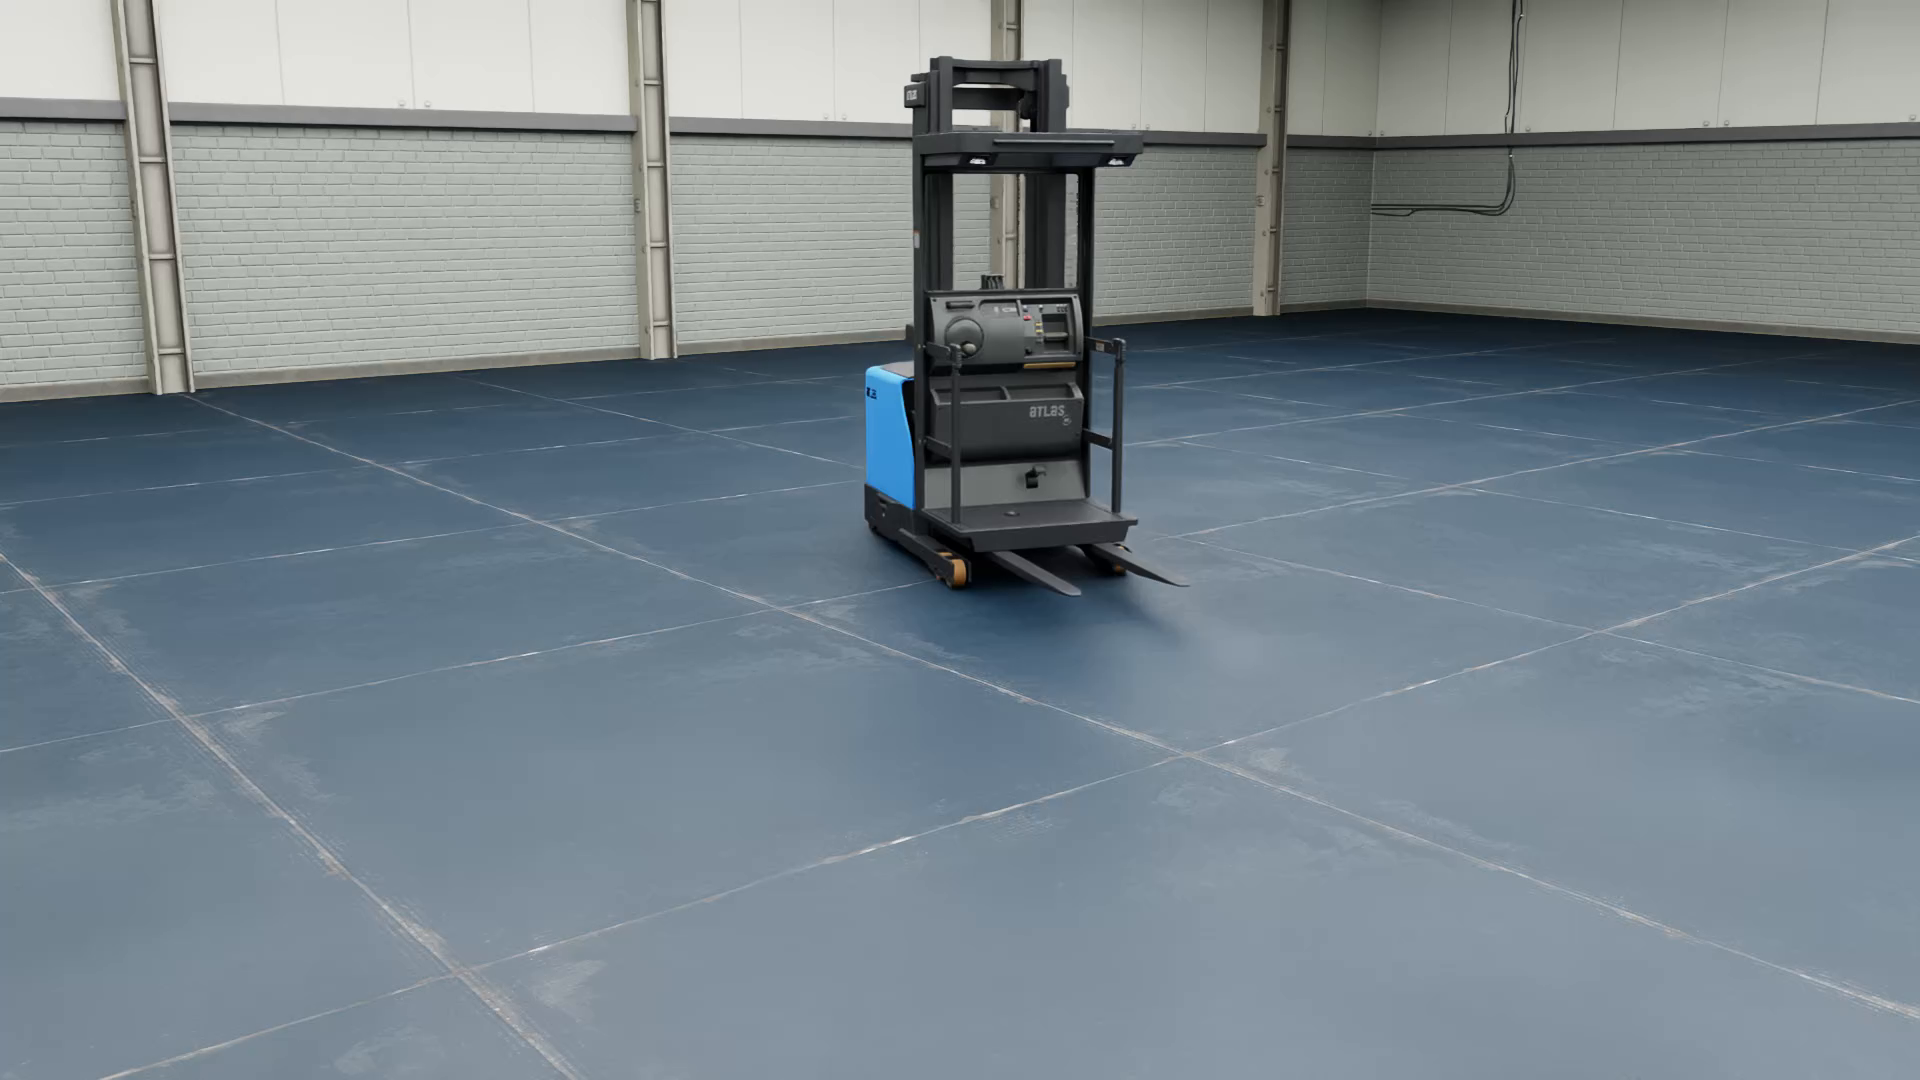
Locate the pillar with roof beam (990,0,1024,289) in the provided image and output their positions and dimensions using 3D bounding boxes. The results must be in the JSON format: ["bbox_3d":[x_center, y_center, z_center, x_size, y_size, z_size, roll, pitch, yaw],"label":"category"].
[{"bbox_3d":[3.393,-6.890,21.413,0.400,9.000,9.100,-9,15,-38],"label":"pillar with roof beam"}]

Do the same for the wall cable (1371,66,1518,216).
[{"bbox_3d":[8.515,-7.016,29.480,0.112,2.526,3.097,-9,15,-38],"label":"wall cable"}]

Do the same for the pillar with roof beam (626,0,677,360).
[{"bbox_3d":[-1.292,-6.112,17.746,0.400,9.000,9.100,-9,15,-38],"label":"pillar with roof beam"}]

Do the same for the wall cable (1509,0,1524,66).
[{"bbox_3d":[10.205,-9.048,26.889,0.112,2.526,3.097,-9,15,-38],"label":"wall cable"}]

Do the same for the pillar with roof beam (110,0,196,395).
[{"bbox_3d":[-5.977,-5.333,14.080,0.400,9.000,9.100,-9,15,-38],"label":"pillar with roof beam"}]

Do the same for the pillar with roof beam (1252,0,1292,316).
[{"bbox_3d":[8.078,-7.669,25.079,0.400,9.000,9.100,-9,15,-38],"label":"pillar with roof beam"}]

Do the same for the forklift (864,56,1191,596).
[{"bbox_3d":[0.350,-1.260,9.507,1.130,2.935,3.031,-4,13,-19],"label":"forklift"}]
